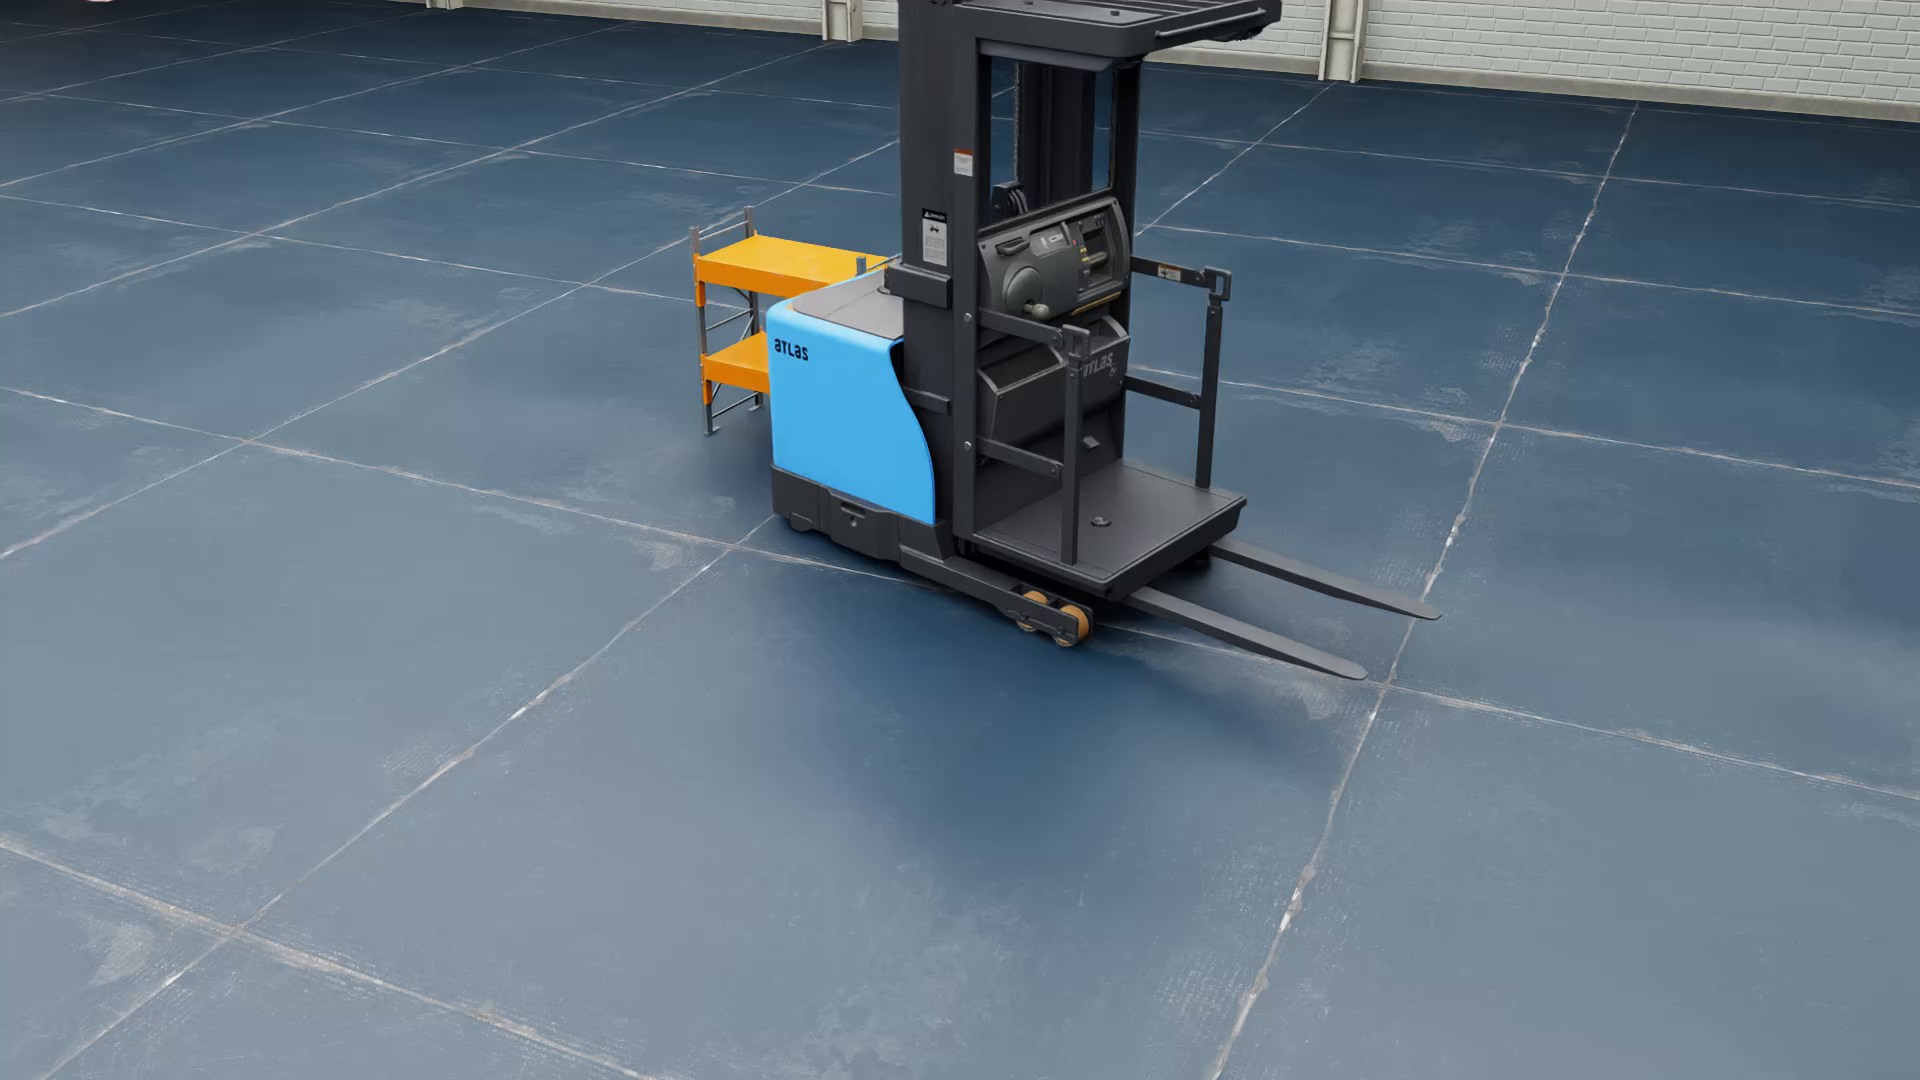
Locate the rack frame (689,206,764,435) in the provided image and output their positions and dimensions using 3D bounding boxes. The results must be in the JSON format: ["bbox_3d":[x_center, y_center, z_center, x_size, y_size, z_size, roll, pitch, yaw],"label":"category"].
[{"bbox_3d":[-1.233,-1.165,8.842,0.032,1.125,0.500,15,30,27],"label":"rack frame"}]

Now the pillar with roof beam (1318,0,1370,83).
[{"bbox_3d":[2.273,-7.232,12.252,0.400,9.000,9.100,11,28,22],"label":"pillar with roof beam"}]

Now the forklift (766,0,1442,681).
[{"bbox_3d":[0.560,-1.140,6.747,3.031,2.935,1.130,21,33,36],"label":"forklift"}]

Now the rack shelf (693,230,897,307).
[{"bbox_3d":[-0.795,-1.313,8.481,1.000,0.278,0.538,15,30,27],"label":"rack shelf"}]

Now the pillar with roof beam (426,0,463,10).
[{"bbox_3d":[-8.650,-9.426,16.708,0.400,9.000,9.100,11,28,22],"label":"pillar with roof beam"}]

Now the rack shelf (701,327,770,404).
[{"bbox_3d":[-0.795,-0.831,8.718,1.000,0.278,0.538,15,30,27],"label":"rack shelf"}]

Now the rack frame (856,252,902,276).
[{"bbox_3d":[-0.357,-0.937,8.379,0.032,1.125,0.500,15,30,27],"label":"rack frame"}]

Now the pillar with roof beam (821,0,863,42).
[{"bbox_3d":[-3.189,-8.329,14.480,0.400,9.000,9.100,11,28,22],"label":"pillar with roof beam"}]

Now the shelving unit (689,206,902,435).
[{"bbox_3d":[-0.795,-1.051,8.610,1.048,1.125,0.538,15,30,27],"label":"shelving unit"}]
